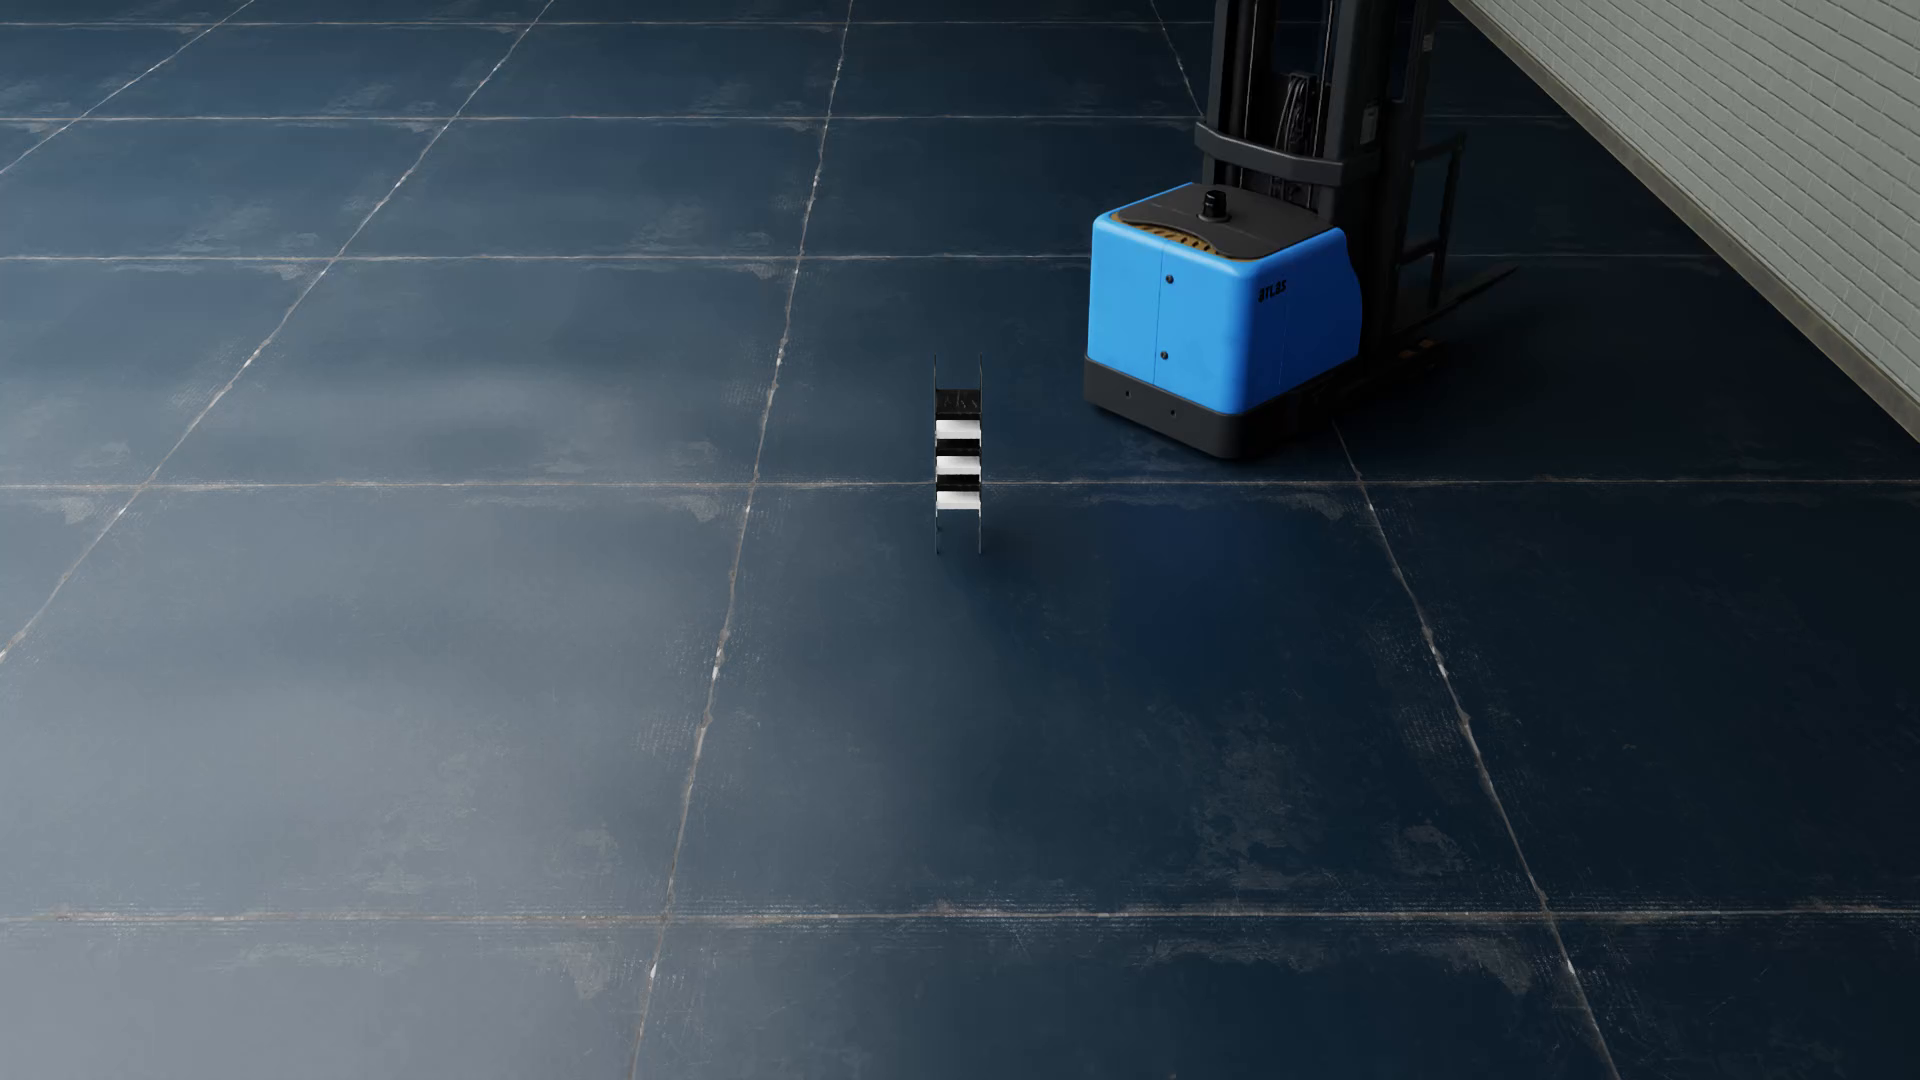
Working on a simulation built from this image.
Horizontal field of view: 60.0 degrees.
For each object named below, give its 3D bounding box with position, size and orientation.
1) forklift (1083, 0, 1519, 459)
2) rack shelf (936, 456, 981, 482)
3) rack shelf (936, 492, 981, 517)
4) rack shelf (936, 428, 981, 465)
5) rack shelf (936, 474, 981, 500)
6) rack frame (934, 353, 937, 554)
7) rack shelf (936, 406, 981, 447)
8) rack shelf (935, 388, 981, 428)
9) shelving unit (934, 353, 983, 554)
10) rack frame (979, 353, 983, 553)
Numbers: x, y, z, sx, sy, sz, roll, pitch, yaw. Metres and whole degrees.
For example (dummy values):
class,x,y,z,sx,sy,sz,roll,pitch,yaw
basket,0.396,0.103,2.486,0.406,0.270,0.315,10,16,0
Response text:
class,x,y,z,sx,sy,sz,roll,pitch,yaw
forklift,2.066,-2.313,8.736,3.031,2.935,1.130,-26,40,-36
rack shelf,-0.008,-0.356,7.534,0.200,0.077,0.258,0,31,0
rack shelf,-0.008,-0.202,7.627,0.200,0.077,0.258,0,31,0
rack shelf,-0.008,-0.433,7.487,0.200,0.077,0.258,0,31,0
rack shelf,-0.008,-0.279,7.581,0.200,0.077,0.258,0,31,0
rack frame,-0.110,-0.384,7.516,0.006,0.900,0.240,0,31,0
rack shelf,-0.008,-0.510,7.440,0.200,0.077,0.258,0,31,0
rack shelf,-0.008,-0.587,7.394,0.200,0.077,0.258,0,31,0
shelving unit,-0.008,-0.385,7.517,0.210,0.900,0.258,0,31,0
rack frame,0.094,-0.385,7.517,0.006,0.900,0.240,0,31,0
